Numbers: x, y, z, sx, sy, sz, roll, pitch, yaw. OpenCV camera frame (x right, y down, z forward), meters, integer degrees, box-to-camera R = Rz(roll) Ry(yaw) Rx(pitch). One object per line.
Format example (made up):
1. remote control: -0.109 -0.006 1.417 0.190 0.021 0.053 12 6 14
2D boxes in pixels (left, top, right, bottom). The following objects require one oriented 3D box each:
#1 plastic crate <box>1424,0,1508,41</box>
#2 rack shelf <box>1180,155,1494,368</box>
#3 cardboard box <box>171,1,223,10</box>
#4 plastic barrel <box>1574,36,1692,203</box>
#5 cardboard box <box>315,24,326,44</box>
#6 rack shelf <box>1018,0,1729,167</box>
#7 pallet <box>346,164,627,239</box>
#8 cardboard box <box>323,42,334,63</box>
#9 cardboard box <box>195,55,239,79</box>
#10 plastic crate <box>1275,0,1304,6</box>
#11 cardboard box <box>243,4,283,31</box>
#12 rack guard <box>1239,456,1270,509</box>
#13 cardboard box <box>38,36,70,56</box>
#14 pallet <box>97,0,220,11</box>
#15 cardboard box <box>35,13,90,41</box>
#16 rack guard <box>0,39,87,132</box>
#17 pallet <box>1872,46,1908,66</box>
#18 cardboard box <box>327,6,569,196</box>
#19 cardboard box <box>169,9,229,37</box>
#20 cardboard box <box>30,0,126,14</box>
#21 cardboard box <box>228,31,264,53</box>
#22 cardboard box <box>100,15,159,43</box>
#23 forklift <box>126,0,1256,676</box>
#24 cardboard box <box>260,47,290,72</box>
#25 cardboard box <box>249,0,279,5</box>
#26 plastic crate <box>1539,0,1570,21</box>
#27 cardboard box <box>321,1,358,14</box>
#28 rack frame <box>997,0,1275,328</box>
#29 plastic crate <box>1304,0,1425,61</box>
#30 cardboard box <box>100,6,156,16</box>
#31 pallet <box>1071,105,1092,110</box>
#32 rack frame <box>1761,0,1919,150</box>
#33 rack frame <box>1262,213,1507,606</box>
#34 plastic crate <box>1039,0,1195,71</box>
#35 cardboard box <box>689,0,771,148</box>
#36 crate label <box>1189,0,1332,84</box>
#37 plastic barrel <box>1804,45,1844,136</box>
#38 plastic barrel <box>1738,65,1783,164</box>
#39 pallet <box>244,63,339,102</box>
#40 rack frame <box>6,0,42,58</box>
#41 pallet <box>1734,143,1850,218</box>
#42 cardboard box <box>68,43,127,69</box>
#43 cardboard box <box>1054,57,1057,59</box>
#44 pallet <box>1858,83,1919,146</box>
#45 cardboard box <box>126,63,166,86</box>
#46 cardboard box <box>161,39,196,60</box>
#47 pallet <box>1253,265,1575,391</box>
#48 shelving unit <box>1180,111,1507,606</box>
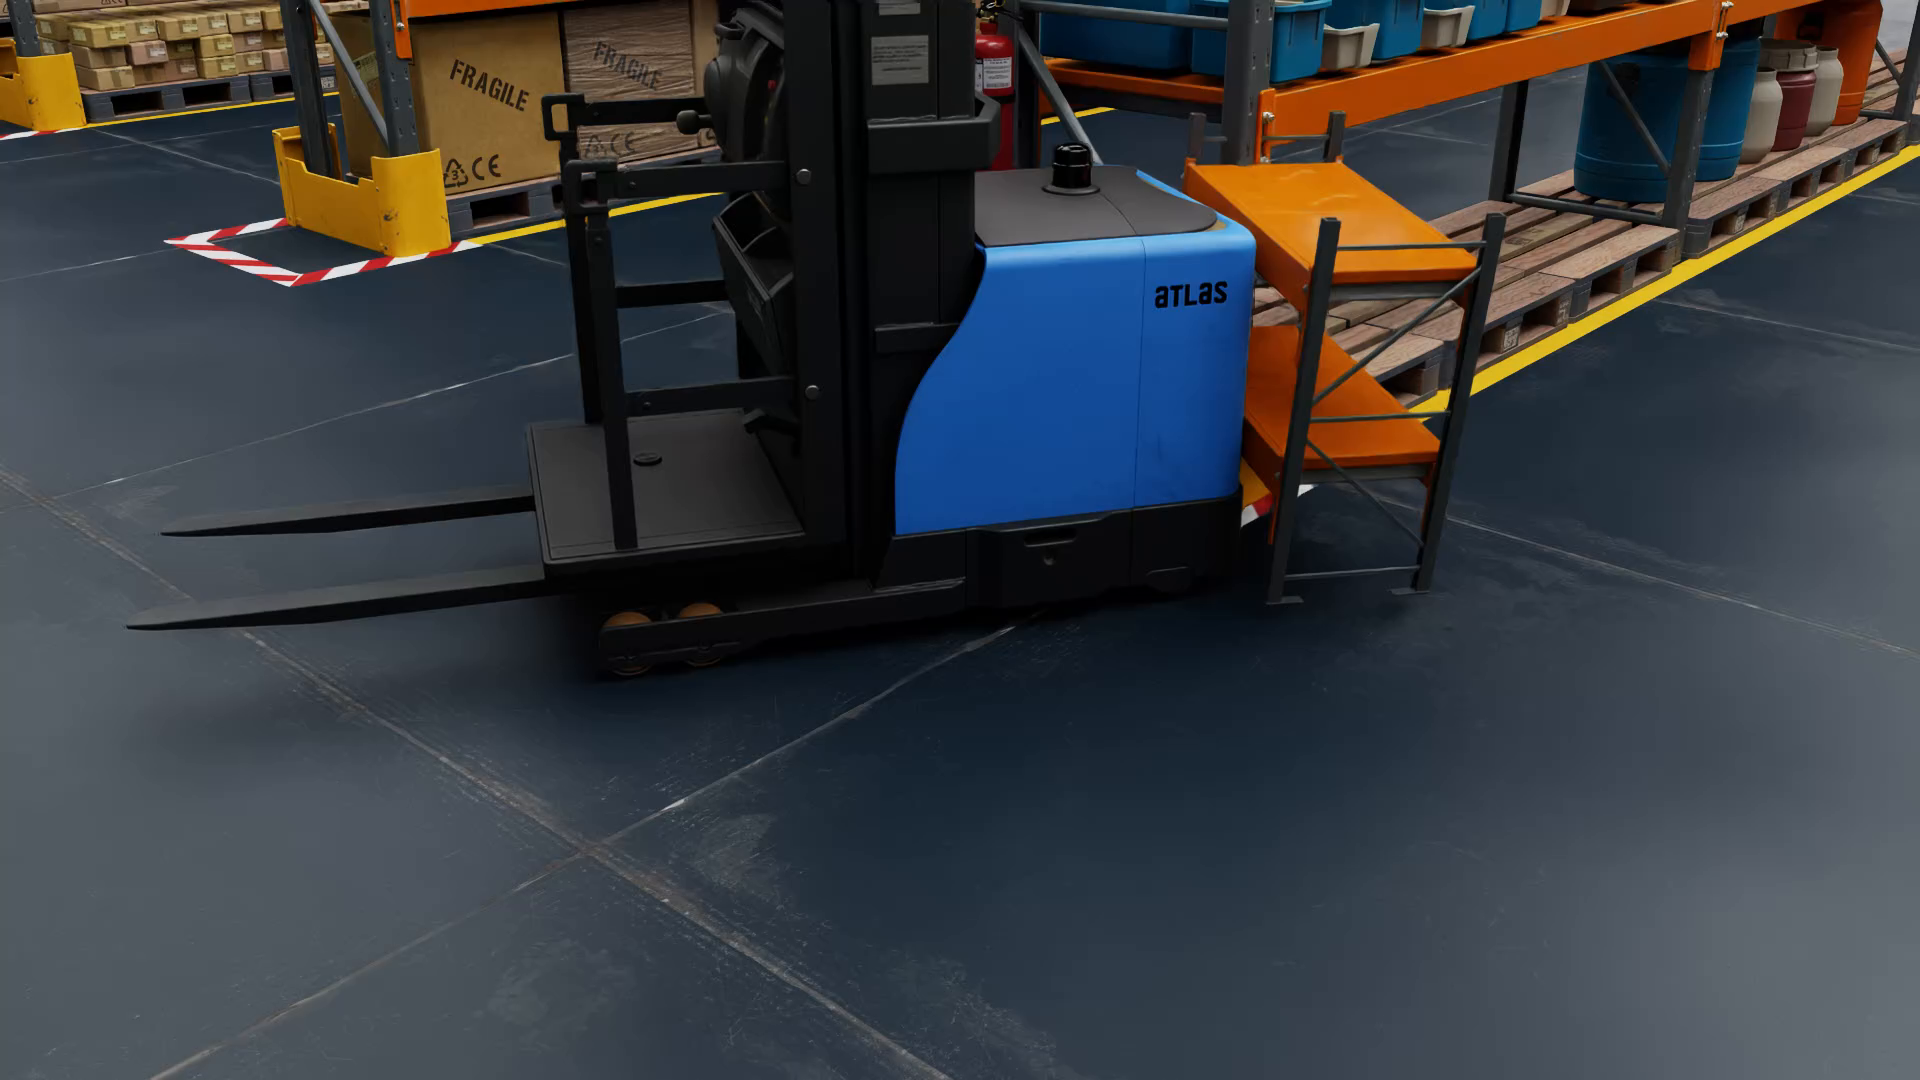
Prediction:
1. plastic crate: 1.823 -1.996 6.167 0.416 0.233 0.300 20 31 38
2. rack shelf: 1.040 -0.830 4.792 0.538 0.278 1.000 -4 29 -12
3. cardboard box: -5.969 -4.122 13.021 0.380 0.149 0.250 22 32 39
4. plastic barrel: 3.580 -2.273 8.704 0.600 0.901 0.708 20 31 38
5. cardboard box: -5.221 -4.008 13.130 0.380 0.149 0.250 22 32 40
6. rack shelf: 1.869 -1.940 6.789 1.077 0.370 4.000 20 31 38
7. pallet: -2.679 -2.004 9.461 1.003 0.211 1.213 20 31 38
8. cardboard box: -5.033 -3.917 13.290 0.380 0.149 0.250 21 32 38
9. cardboard box: -5.665 -3.587 12.555 0.380 0.149 0.250 21 31 38
10. plastic crate: 1.148 -1.948 6.177 0.396 0.136 0.243 20 31 38
11. cardboard box: -5.314 -4.032 12.820 0.380 0.149 0.250 21 31 38
12. rack guard: 0.528 -0.507 5.770 1.175 0.500 0.348 20 31 38
13. cardboard box: -6.640 -3.662 12.358 0.380 0.149 0.250 19 30 36
14. pallet: -8.430 -5.453 17.154 1.003 0.211 1.213 20 31 38
15. cardboard box: -6.616 -3.789 12.278 0.380 0.149 0.250 21 31 38
16. rack guard: -6.729 -3.279 11.952 1.175 0.500 0.348 20 31 38
17. pallet: 8.048 -3.793 13.451 1.003 0.211 1.213 20 31 38
18. cardboard box: -2.786 -2.450 9.132 0.875 0.875 0.875 20 31 38
19. cardboard box: -5.716 -3.882 12.486 0.380 0.149 0.250 18 30 35
20. cardboard box: -8.960 -5.523 16.521 0.875 0.438 0.875 19 30 36
21. cardboard box: -5.559 -3.834 12.743 0.380 0.149 0.250 18 30 35
22. cardboard box: -6.083 -3.742 12.174 0.380 0.149 0.250 21 31 38
23. forklift: -0.751 -1.216 4.379 3.031 2.935 1.130 -7 25 -15
24. cardboard box: -5.335 -3.743 12.902 0.380 0.149 0.250 18 30 35
25. cardboard box: -5.557 -4.260 13.328 0.380 0.149 0.250 20 31 38
26. plastic crate: 2.266 -2.172 6.677 0.293 0.136 0.466 20 31 38
27. cardboard box: -4.970 -4.180 13.151 0.380 0.149 0.250 19 30 36
28. rack frame: 0.535 -1.659 5.283 1.000 3.000 0.127 20 31 38
29. plastic crate: 1.384 -1.796 5.720 0.416 0.233 0.300 20 31 38
30. cardboard box: -6.327 -3.963 12.668 0.380 0.149 0.250 19 31 36
31. pallet: 0.789 -3.587 12.991 1.003 0.211 1.213 20 31 38
32. rack frame: 5.874 -4.096 10.719 1.000 3.000 0.127 20 31 38
33. rack frame: 1.133 -0.330 4.500 0.500 1.125 0.032 -4 29 -12
34. plastic crate: 0.619 -1.855 5.605 0.616 0.435 0.499 20 31 38
35. cardboard box: -1.585 -2.999 10.355 0.875 0.875 0.875 20 31 38
36. crate label: 0.944 -1.595 5.272 0.416 0.233 0.303 20 31 38
37. plastic barrel: 5.250 -2.802 10.361 0.421 0.512 0.421 0 24 0
38. plastic barrel: 4.496 -2.458 9.594 0.421 0.512 0.421 0 24 0
39. pallet: -5.347 -3.755 13.367 1.003 0.211 1.213 20 31 38
40. rack frame: -6.780 -4.396 11.389 1.000 3.000 0.127 20 31 38
41. pallet: 4.564 -2.202 9.903 1.003 0.211 1.213 20 31 38
42. cardboard box: -6.239 -3.512 12.025 0.380 0.149 0.250 22 32 40
43. cardboard box: 0.524 -3.925 12.421 1.225 0.875 0.875 19 30 36
44. pallet: 6.420 -3.049 11.793 1.003 0.211 1.213 20 31 38
45. cardboard box: -6.078 -3.461 12.275 0.380 0.149 0.250 20 31 37
46. cardboard box: -5.917 -3.679 12.397 0.380 0.149 0.250 21 31 38
47. pallet: 1.928 -0.997 7.216 1.003 0.211 1.213 20 31 38
48. shelving unit: 1.027 -0.573 4.933 0.538 1.125 1.048 -4 29 -12
